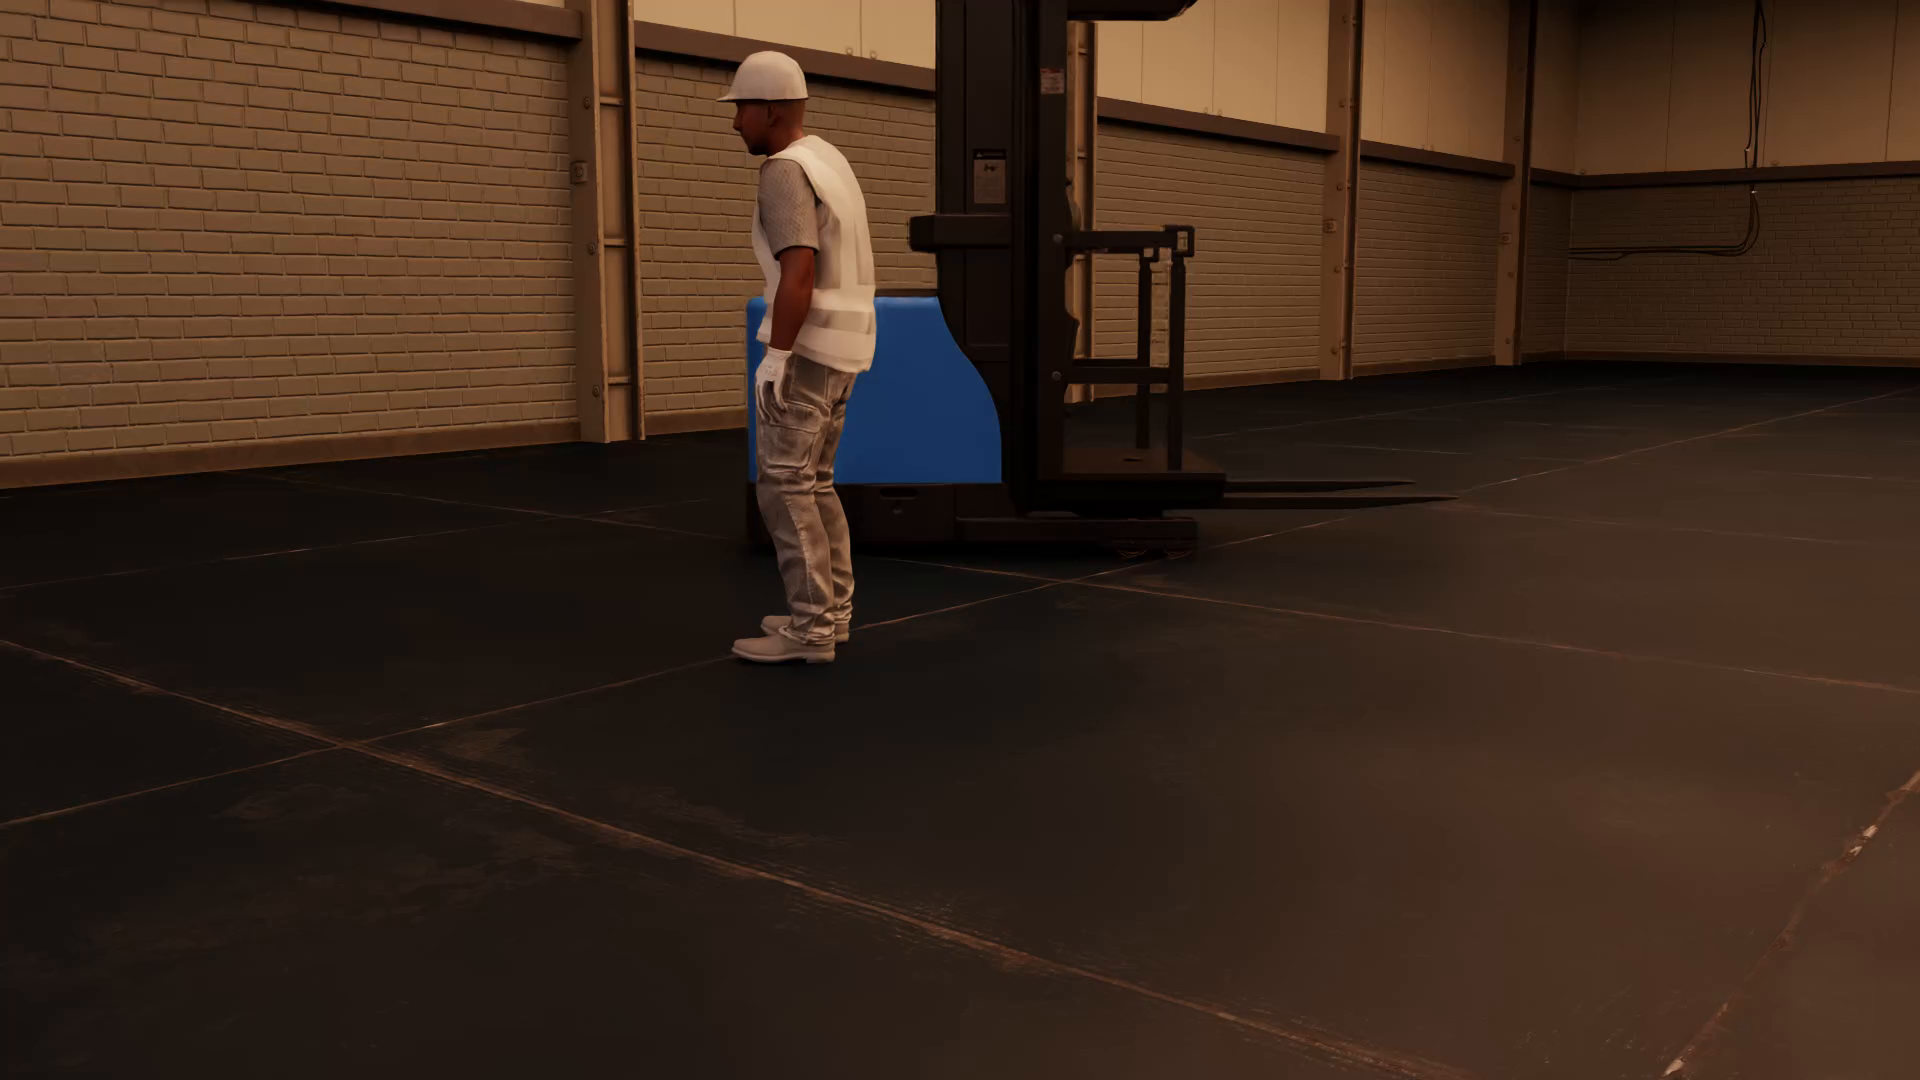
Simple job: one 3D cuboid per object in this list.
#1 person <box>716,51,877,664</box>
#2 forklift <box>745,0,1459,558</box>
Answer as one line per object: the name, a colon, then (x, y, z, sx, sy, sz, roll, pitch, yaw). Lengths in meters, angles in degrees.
person: (-0.481, -0.533, 4.941, 0.451, 1.772, 0.623, 1, 8, 8)
forklift: (0.611, -1.453, 7.213, 3.031, 2.935, 1.130, 0, 8, -1)
